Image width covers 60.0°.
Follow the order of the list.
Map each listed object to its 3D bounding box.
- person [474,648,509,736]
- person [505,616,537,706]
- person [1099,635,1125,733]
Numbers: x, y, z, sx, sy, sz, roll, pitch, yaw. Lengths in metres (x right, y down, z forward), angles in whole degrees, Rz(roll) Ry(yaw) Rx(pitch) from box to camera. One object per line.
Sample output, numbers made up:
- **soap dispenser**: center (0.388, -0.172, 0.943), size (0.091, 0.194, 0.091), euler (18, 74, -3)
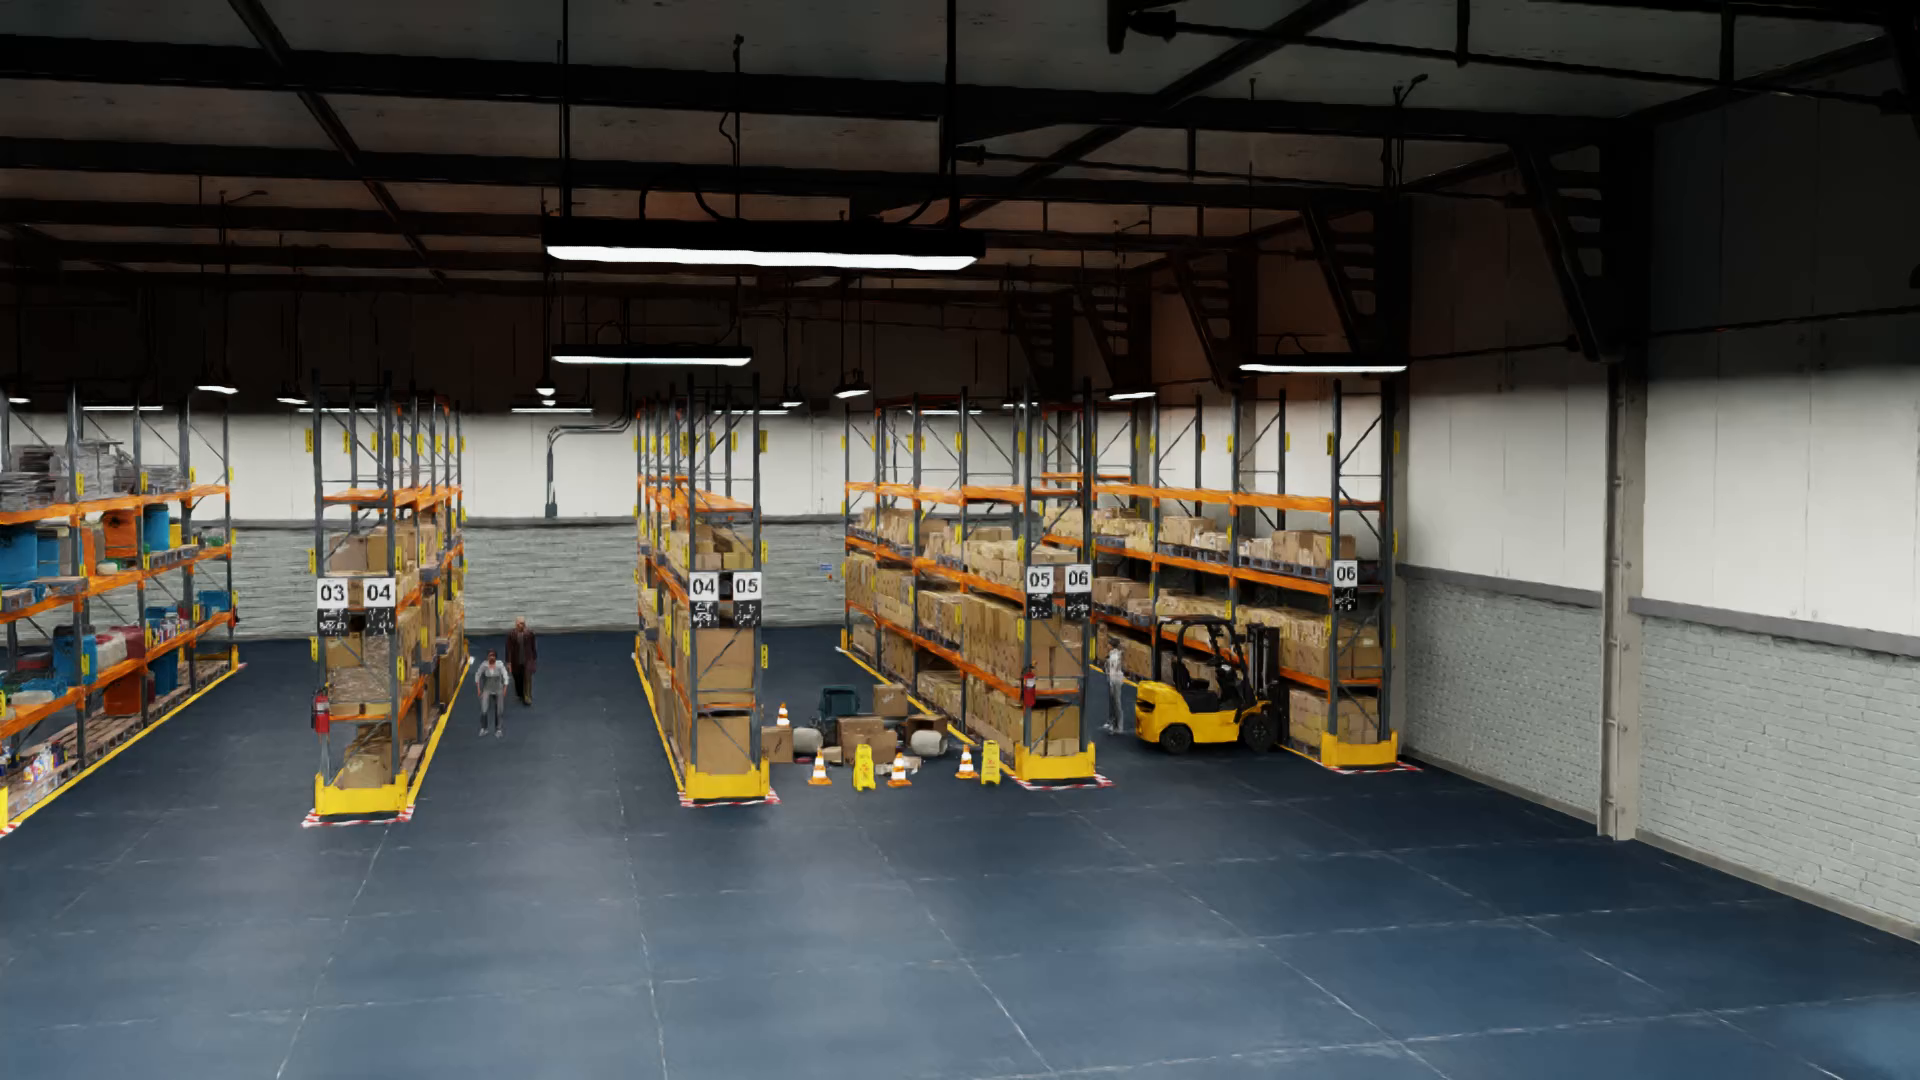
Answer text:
- **person**: center (-7.999, 2.598, 28.410), size (0.566, 1.541, 0.512), euler (-1, 3, -16)
- **person**: center (-8.397, 2.298, 31.804), size (0.598, 1.698, 1.193), euler (-1, 3, -11)
- **person**: center (2.632, 2.490, 28.839), size (0.452, 1.677, 0.525), euler (1, 3, 16)
